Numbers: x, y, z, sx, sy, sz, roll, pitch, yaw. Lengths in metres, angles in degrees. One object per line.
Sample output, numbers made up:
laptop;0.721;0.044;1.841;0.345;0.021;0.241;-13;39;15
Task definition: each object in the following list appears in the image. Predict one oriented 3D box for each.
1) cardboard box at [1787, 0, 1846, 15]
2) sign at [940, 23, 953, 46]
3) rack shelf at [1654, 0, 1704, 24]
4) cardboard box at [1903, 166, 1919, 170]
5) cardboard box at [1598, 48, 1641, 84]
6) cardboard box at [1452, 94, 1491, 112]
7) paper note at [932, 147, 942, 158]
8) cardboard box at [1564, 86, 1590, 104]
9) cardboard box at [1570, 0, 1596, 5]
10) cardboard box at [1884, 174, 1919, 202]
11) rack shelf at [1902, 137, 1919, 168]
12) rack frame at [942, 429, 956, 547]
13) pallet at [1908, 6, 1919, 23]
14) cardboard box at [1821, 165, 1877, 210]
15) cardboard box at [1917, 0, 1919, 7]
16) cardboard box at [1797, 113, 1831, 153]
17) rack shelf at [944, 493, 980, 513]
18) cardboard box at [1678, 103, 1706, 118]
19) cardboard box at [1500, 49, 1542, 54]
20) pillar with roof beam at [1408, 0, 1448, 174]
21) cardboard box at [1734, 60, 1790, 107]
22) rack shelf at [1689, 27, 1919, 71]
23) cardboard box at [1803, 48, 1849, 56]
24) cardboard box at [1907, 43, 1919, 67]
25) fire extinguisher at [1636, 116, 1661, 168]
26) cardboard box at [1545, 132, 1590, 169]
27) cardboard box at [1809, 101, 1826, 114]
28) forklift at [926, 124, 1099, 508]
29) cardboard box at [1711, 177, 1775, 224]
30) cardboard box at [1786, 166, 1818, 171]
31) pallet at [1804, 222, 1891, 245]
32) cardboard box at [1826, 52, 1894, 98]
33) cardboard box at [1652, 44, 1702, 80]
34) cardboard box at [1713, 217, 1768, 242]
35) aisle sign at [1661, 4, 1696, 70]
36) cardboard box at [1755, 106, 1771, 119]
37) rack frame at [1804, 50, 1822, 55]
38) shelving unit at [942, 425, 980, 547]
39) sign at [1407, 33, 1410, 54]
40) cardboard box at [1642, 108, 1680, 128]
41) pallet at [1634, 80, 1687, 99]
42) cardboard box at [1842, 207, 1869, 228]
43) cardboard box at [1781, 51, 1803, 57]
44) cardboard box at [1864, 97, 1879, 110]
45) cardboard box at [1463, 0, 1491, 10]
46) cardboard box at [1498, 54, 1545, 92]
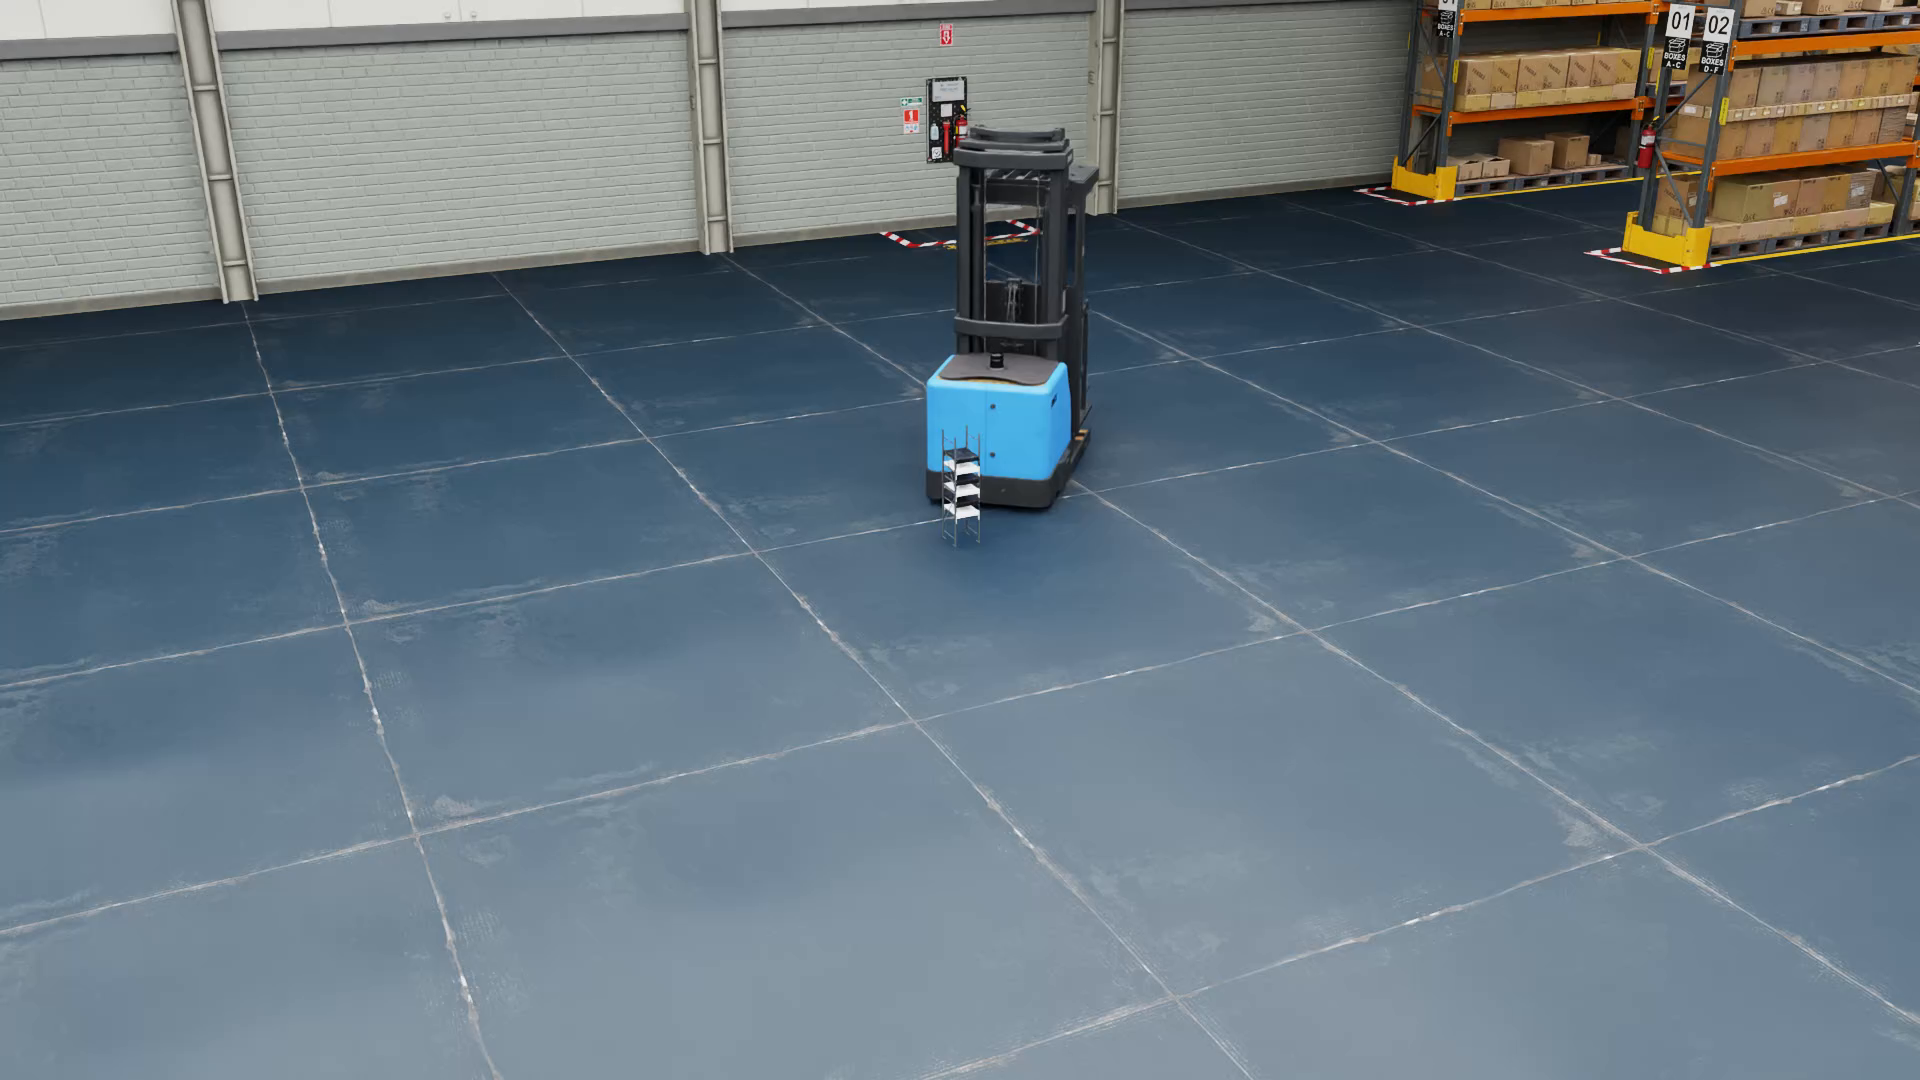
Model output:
cardboard box;11.023;-7.040;21.374;0.500;0.500;0.500;-10;25;-24
sign;-0.188;-7.001;23.032;0.199;0.298;0.001;-10;25;-24
rack shelf;12.663;-8.923;27.727;4.000;0.370;1.077;-10;25;-24
cardboard box;14.170;-5.350;24.390;0.500;0.311;0.500;-11;25;-24
cardboard box;10.569;-7.639;26.796;0.500;0.500;0.500;-10;25;-24
cardboard box;7.834;-6.786;25.714;0.500;0.250;0.500;-11;25;-25
paper note;-0.327;-5.484;23.551;0.142;0.148;0.016;-10;25;-24
cardboard box;9.666;-7.126;26.537;0.500;0.250;0.500;-11;25;-24
cardboard box;9.569;-8.626;25.911;0.500;0.500;0.500;-11;25;-26
cardboard box;13.493;-4.997;23.535;0.500;0.311;0.500;-10;25;-23
rack shelf;14.815;-5.831;24.178;4.000;0.370;1.077;-10;25;-24
rack frame;-0.084;-0.400;12.863;0.006;0.900;0.240;-10;25;-24
pallet;13.802;-7.280;23.066;1.217;0.209;0.805;-12;25;-26
cardboard box;12.234;-4.870;22.982;0.500;0.500;0.500;-10;25;-24
cardboard box;13.572;-7.441;22.852;0.500;0.250;0.500;-8;24;-18
cardboard box;11.228;-5.545;22.416;0.500;0.500;0.700;-10;24;-22
rack shelf;0.007;-0.303;12.951;0.200;0.077;0.258;-10;25;-24
cardboard box;9.670;-5.643;21.804;0.250;0.149;0.380;-11;25;-25
cardboard box;8.965;-7.563;26.612;0.500;0.500;0.500;-10;25;-23
pillar with roof beam;9.379;-8.577;22.027;0.400;9.000;9.100;-10;25;-24
cardboard box;10.354;-5.984;21.781;0.500;0.500;0.700;-11;25;-25
rack shelf;11.210;-6.553;22.001;4.000;0.370;1.077;-10;25;-24
cardboard box;15.014;-8.387;28.866;0.500;0.500;0.500;-10;24;-22
cardboard box;16.851;-8.726;29.685;0.500;0.500;0.500;-10;25;-24
fire extinguisher;9.100;-5.273;21.990;0.183;0.674;0.296;-10;25;-24
cardboard box;9.943;-6.400;27.306;0.500;0.500;0.500;-12;26;-28
cardboard box;11.241;-5.759;22.086;0.250;0.149;0.380;-10;25;-23
forklift;0.568;-2.150;14.434;1.130;2.935;3.031;5;23;13
cardboard box;10.438;-4.534;22.169;0.500;0.500;0.500;-10;25;-24
cardboard box;11.558;-4.966;23.215;0.500;0.500;0.500;-10;25;-24
pallet;12.278;-4.426;23.488;1.213;0.211;1.003;-10;25;-24
cardboard box;12.161;-6.317;22.585;0.500;0.500;0.700;-10;25;-24
cardboard box;11.841;-7.950;27.651;0.500;0.500;0.700;-8;24;-18
cardboard box;10.437;-4.188;22.314;0.500;0.250;0.500;-10;25;-24
aisle sign;9.222;-6.459;21.357;0.004;0.787;0.394;-10;25;-24
cardboard box;10.317;-5.590;21.677;0.250;0.149;0.380;-10;25;-23
rack frame;14.465;-8.201;28.964;0.127;3.000;1.000;-10;25;-24
shelving unit;0.007;-0.417;12.904;0.210;0.900;0.258;-10;25;-24
sign;7.034;-7.750;25.947;0.005;0.325;0.100;-10;25;-24
cardboard box;11.912;-7.135;28.100;0.500;0.250;0.500;-11;25;-25
pallet;11.612;-7.526;27.583;1.213;0.211;1.003;-10;25;-24
cardboard box;12.235;-4.523;23.124;0.500;0.250;0.500;-10;25;-24
cardboard box;14.046;-8.369;28.664;0.500;0.500;0.700;-14;26;-30
cardboard box;12.166;-5.930;22.497;0.250;0.149;0.380;-10;25;-24
cardboard box;7.666;-8.285;25.088;0.500;0.500;0.500;-10;24;-22
cardboard box;8.735;-7.299;25.972;0.500;0.500;0.500;-11;25;-25
